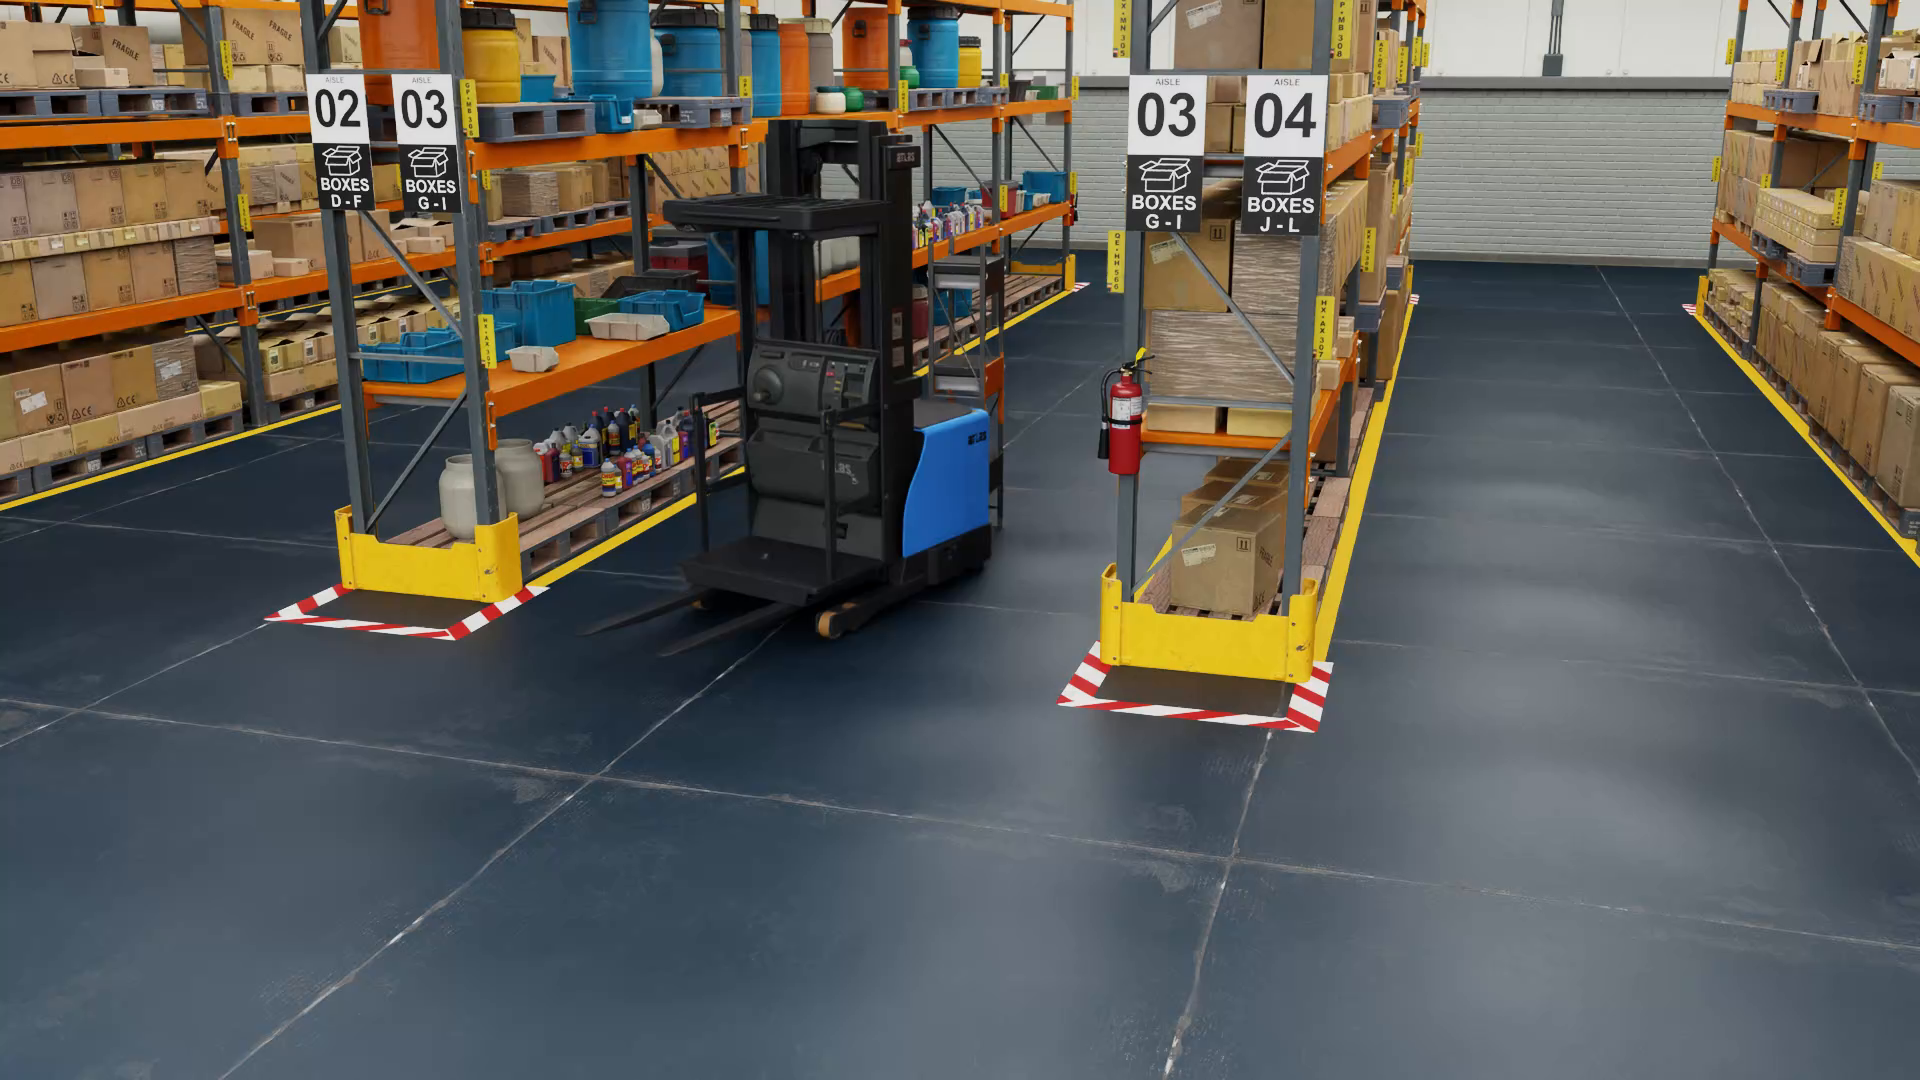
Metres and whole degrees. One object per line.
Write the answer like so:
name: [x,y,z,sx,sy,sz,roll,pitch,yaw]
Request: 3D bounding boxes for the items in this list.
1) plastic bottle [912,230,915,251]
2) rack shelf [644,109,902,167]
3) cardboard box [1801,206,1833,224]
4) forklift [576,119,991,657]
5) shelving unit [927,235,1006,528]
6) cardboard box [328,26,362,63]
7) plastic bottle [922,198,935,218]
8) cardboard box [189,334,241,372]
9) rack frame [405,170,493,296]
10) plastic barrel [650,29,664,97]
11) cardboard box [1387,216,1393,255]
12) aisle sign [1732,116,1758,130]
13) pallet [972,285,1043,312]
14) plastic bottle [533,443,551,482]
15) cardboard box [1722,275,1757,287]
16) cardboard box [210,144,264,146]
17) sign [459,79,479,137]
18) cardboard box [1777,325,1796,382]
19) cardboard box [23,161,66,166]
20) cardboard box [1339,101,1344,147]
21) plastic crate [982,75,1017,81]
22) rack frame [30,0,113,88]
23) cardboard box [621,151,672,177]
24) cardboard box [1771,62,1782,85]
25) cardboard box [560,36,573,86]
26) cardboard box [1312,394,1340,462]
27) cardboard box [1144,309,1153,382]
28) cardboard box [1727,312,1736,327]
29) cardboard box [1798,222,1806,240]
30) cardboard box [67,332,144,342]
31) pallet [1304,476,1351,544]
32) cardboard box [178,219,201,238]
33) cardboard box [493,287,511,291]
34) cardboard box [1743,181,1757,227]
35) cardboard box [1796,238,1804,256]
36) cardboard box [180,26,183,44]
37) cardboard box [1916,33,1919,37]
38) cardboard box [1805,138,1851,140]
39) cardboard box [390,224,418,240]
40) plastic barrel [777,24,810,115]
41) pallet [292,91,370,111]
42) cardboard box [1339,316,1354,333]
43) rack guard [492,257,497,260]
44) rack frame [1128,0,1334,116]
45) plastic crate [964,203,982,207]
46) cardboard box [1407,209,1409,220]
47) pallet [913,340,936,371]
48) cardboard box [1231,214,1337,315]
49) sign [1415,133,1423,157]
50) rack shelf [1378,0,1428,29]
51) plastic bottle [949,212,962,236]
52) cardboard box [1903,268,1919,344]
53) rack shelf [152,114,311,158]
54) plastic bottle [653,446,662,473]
plastic bottle: [-0.541,-3.319,18.248,0.061,0.283,0.133,5,16,16]
rack shelf: [-1.680,-3.778,15.475,1.077,0.370,4.000,5,16,16]
cardboard box: [8.212,-3.075,15.773,0.380,0.149,0.250,5,17,18]
forklift: [-1.018,-0.973,9.889,1.130,2.935,3.031,10,19,32]
shelving unit: [0.047,-1.053,11.696,0.431,2.100,0.503,5,16,16]
cardboard box: [-9.002,-7.166,24.047,0.500,0.500,0.500,4,16,15]
plastic bottle: [-0.397,-4.150,21.053,0.144,0.351,0.185,5,16,16]
cardboard box: [-7.156,-1.820,15.992,0.500,0.311,0.500,5,16,16]
rack frame: [-5.859,-3.590,18.988,1.000,3.000,0.127,5,16,16]
plastic barrel: [-2.559,-3.760,13.116,0.421,0.512,0.421,0,16,0]
cardboard box: [4.036,-2.975,16.637,0.500,0.500,0.500,5,17,18]
aisle sign: [10.371,-5.795,22.001,0.394,0.787,0.004,5,16,16]
pallet: [0.542,-3.425,23.518,1.003,0.211,1.213,5,16,16]
plastic bottle: [-3.185,-0.591,12.602,0.152,0.276,0.135,5,17,16]
cardboard box: [10.014,-3.300,21.330,0.380,0.149,0.250,4,16,13]
cardboard box: [-9.996,-5.343,23.032,0.500,0.250,0.500,5,17,17]
sign: [-2.859,-2.515,9.686,0.100,0.325,0.005,5,16,16]
cardboard box: [8.586,-1.876,16.759,0.500,0.500,0.500,4,16,13]
cardboard box: [-10.756,-4.367,19.550,0.380,0.149,0.250,2,16,7]
cardboard box: [1.889,-2.340,9.360,0.500,0.250,0.500,4,16,15]
plastic crate: [0.464,-6.332,23.275,0.504,0.338,0.767,5,16,16]
rack frame: [-10.610,-6.859,19.520,1.000,3.000,0.127,5,16,16]
cardboard box: [-4.319,-5.267,22.885,0.500,0.500,0.500,5,17,17]
cardboard box: [9.388,-5.208,18.555,0.500,0.250,0.500,4,16,13]
cardboard box: [-5.104,-6.075,21.117,0.600,0.600,0.600,4,16,15]
cardboard box: [2.696,-0.942,13.428,0.700,0.500,0.500,3,16,12]
cardboard box: [1.574,-1.201,9.837,0.875,0.500,0.500,5,16,16]
cardboard box: [9.580,-2.686,20.258,0.380,0.149,0.250,5,16,16]
cardboard box: [8.215,-2.937,15.834,0.380,0.149,0.250,5,17,17]
cardboard box: [-7.563,-1.555,14.709,0.500,0.500,0.500,5,16,16]
pallet: [2.344,-0.254,12.338,1.003,0.211,1.213,5,16,16]
cardboard box: [-6.940,-2.751,14.660,0.380,0.149,0.250,4,16,15]
cardboard box: [-5.456,-2.696,19.611,0.500,0.500,0.500,5,17,18]
cardboard box: [9.516,-3.931,19.464,0.500,0.500,0.500,4,16,14]
cardboard box: [8.209,-2.787,15.851,0.380,0.149,0.250,5,17,17]
cardboard box: [-9.991,-6.717,22.154,0.500,0.250,0.500,4,16,14]
cardboard box: [8.925,-4.558,15.319,0.396,0.266,0.258,5,16,16]
cardboard box: [9.995,-4.364,19.158,0.500,0.500,0.500,4,16,14]
cardboard box: [-6.299,-3.328,18.228,0.500,0.311,0.500,4,16,15]
plastic barrel: [-1.739,-4.485,15.861,0.600,0.830,0.708,5,16,16]
pallet: [-6.281,-4.465,16.922,1.003,0.211,1.213,5,17,18]
cardboard box: [2.721,-1.574,12.342,0.380,0.149,0.250,5,16,16]
rack guard: [-8.330,-4.870,28.081,1.175,0.500,0.348,5,16,16]
rack frame: [1.364,-3.614,8.079,1.000,3.000,0.127,5,16,16]
plastic crate: [0.086,-4.461,22.455,0.437,0.125,0.590,5,16,16]
cardboard box: [5.691,-4.274,21.861,0.380,0.149,0.250,5,17,17]
pallet: [-0.927,-2.073,18.750,1.003,0.211,1.213,5,16,16]
cardboard box: [1.782,-1.522,9.139,0.500,0.500,0.500,5,16,16]
sign: [6.427,-5.539,23.304,0.100,0.325,0.005,5,16,16]
rack shelf: [5.343,-6.738,21.145,1.077,0.370,4.000,5,16,16]
plastic bottle: [-0.062,-3.800,19.959,0.152,0.276,0.135,5,16,16]
cardboard box: [7.263,-1.700,12.144,0.500,0.500,0.500,4,16,15]
rack shelf: [-6.428,-4.163,16.832,1.077,0.370,4.000,5,16,16]
plastic bottle: [-2.358,-0.623,12.850,0.097,0.201,0.097,0,16,0]
